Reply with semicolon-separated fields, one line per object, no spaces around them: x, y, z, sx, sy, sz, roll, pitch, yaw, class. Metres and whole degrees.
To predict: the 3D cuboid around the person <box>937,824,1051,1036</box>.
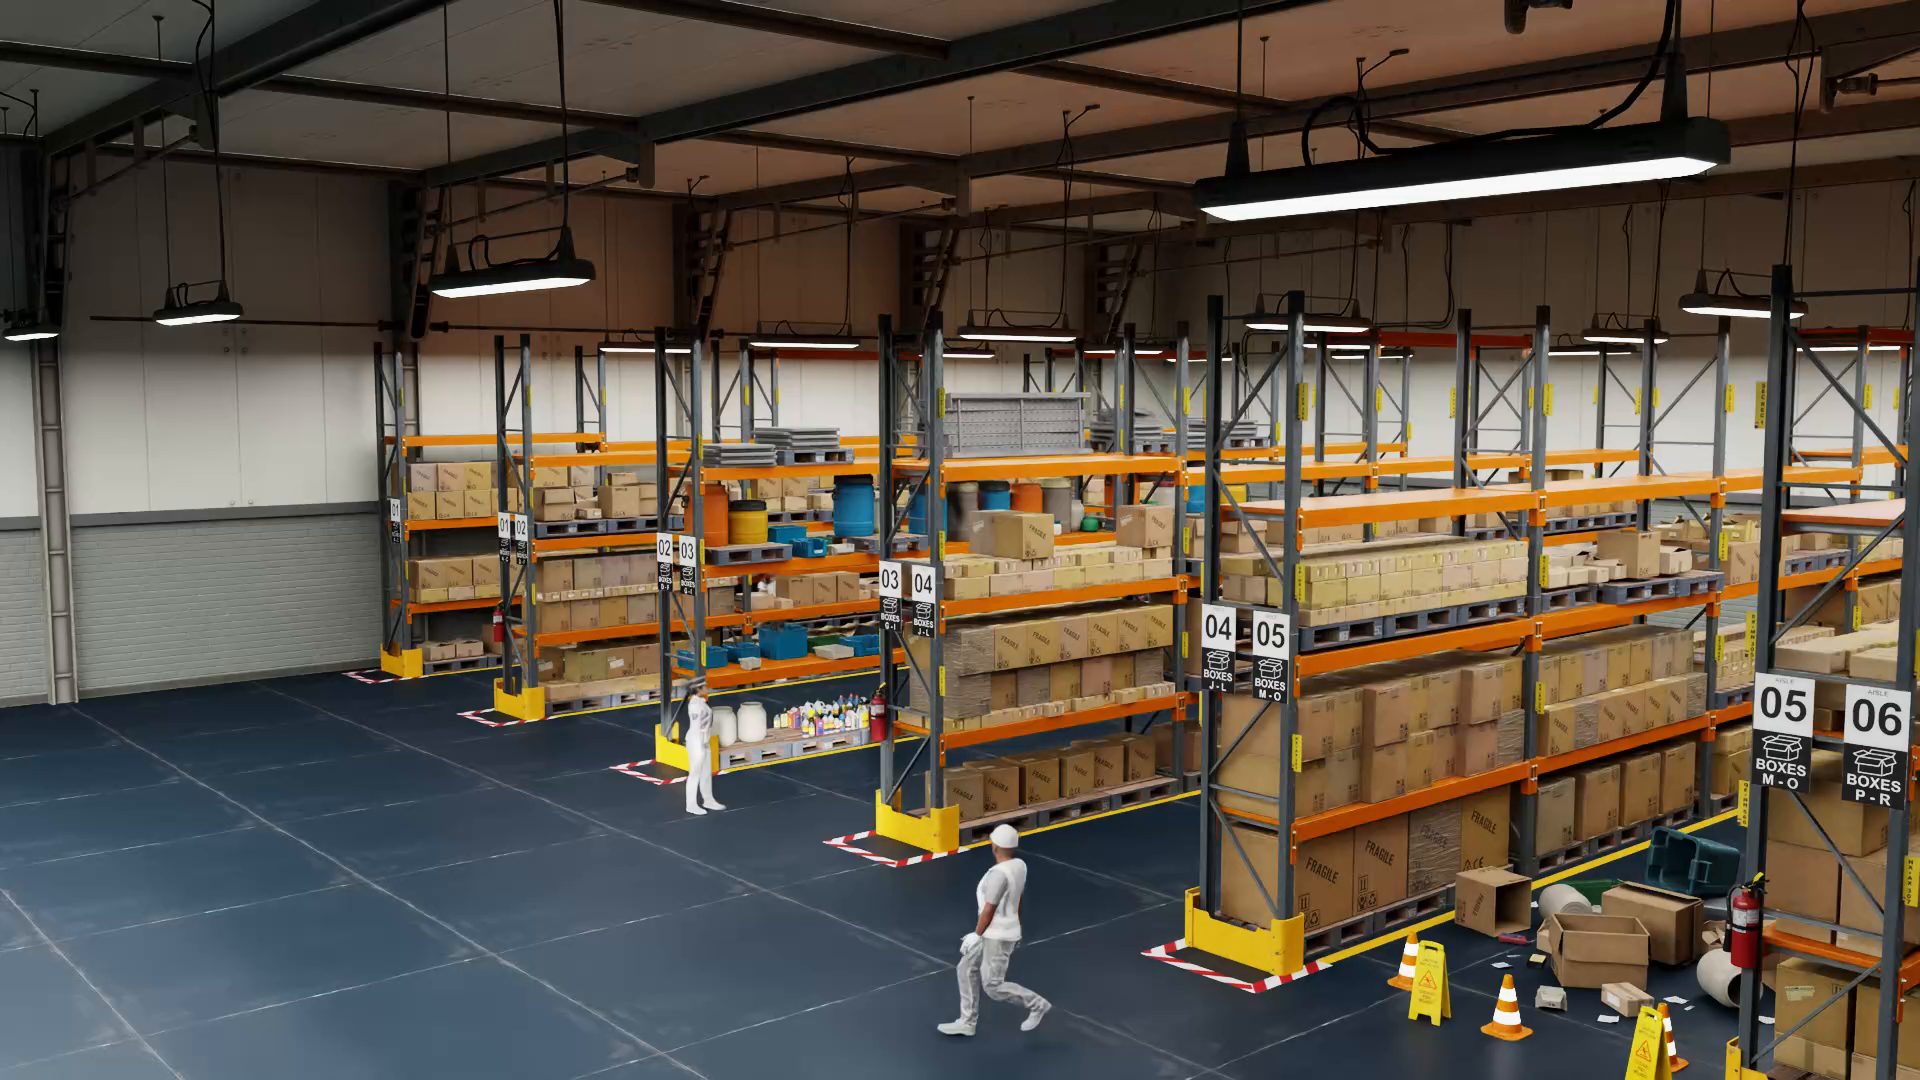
0.273;3.114;13.244;0.905;1.707;0.514;0;5;-4;person

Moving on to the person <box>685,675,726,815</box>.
-3.119;2.497;20.246;0.449;1.704;0.531;0;5;2;person

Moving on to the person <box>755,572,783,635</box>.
-3.735;1.349;32.445;0.635;1.737;0.956;4;7;39;person
